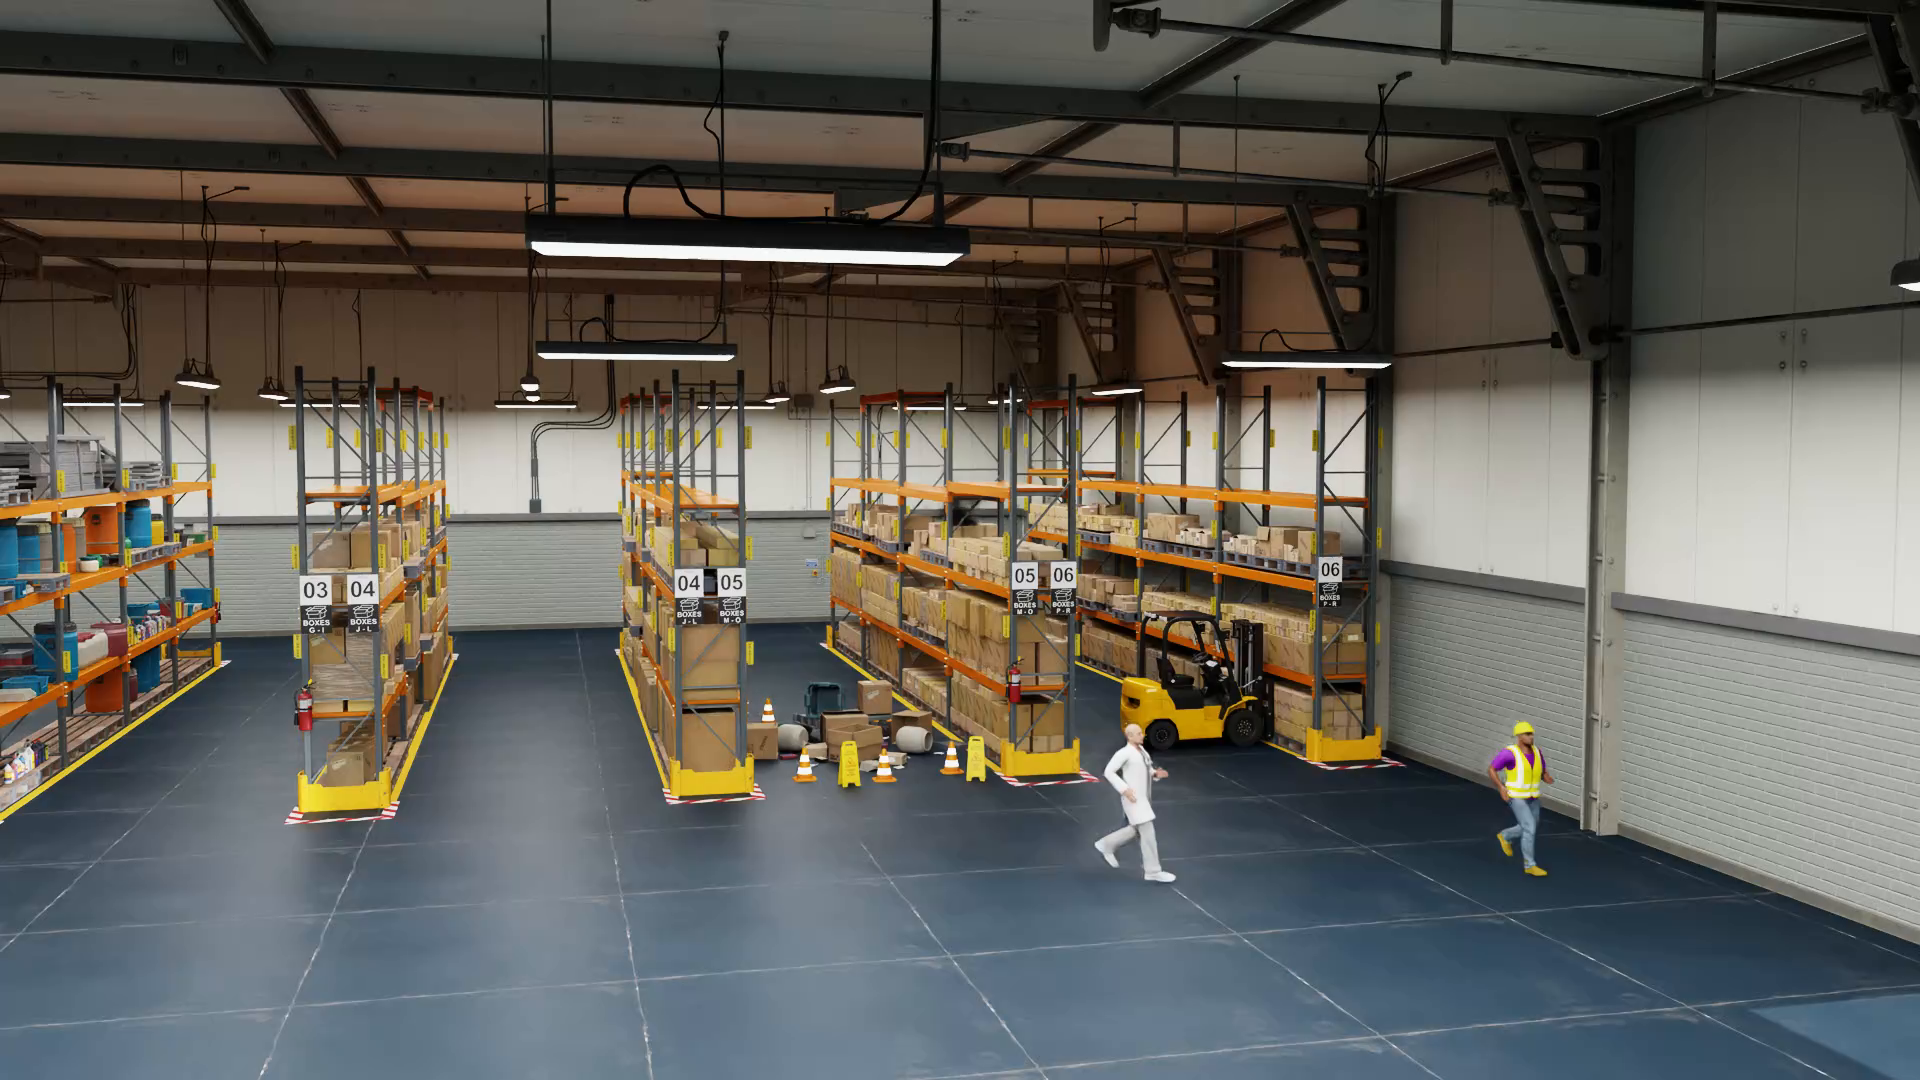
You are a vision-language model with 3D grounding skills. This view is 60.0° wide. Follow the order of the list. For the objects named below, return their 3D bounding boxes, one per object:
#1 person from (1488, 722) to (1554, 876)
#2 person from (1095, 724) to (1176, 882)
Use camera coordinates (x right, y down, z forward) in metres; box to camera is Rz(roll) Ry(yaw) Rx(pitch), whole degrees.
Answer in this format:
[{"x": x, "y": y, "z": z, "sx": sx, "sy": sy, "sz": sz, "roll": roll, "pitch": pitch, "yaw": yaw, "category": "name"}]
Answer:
[{"x": 6.511, "y": 2.973, "z": 19.312, "sx": 0.705, "sy": 1.742, "sz": 0.831, "roll": -2, "pitch": 4, "yaw": -24, "category": "person"}, {"x": 1.991, "y": 2.971, "z": 18.960, "sx": 1.035, "sy": 1.754, "sz": 0.713, "roll": 2, "pitch": 4, "yaw": 28, "category": "person"}]
